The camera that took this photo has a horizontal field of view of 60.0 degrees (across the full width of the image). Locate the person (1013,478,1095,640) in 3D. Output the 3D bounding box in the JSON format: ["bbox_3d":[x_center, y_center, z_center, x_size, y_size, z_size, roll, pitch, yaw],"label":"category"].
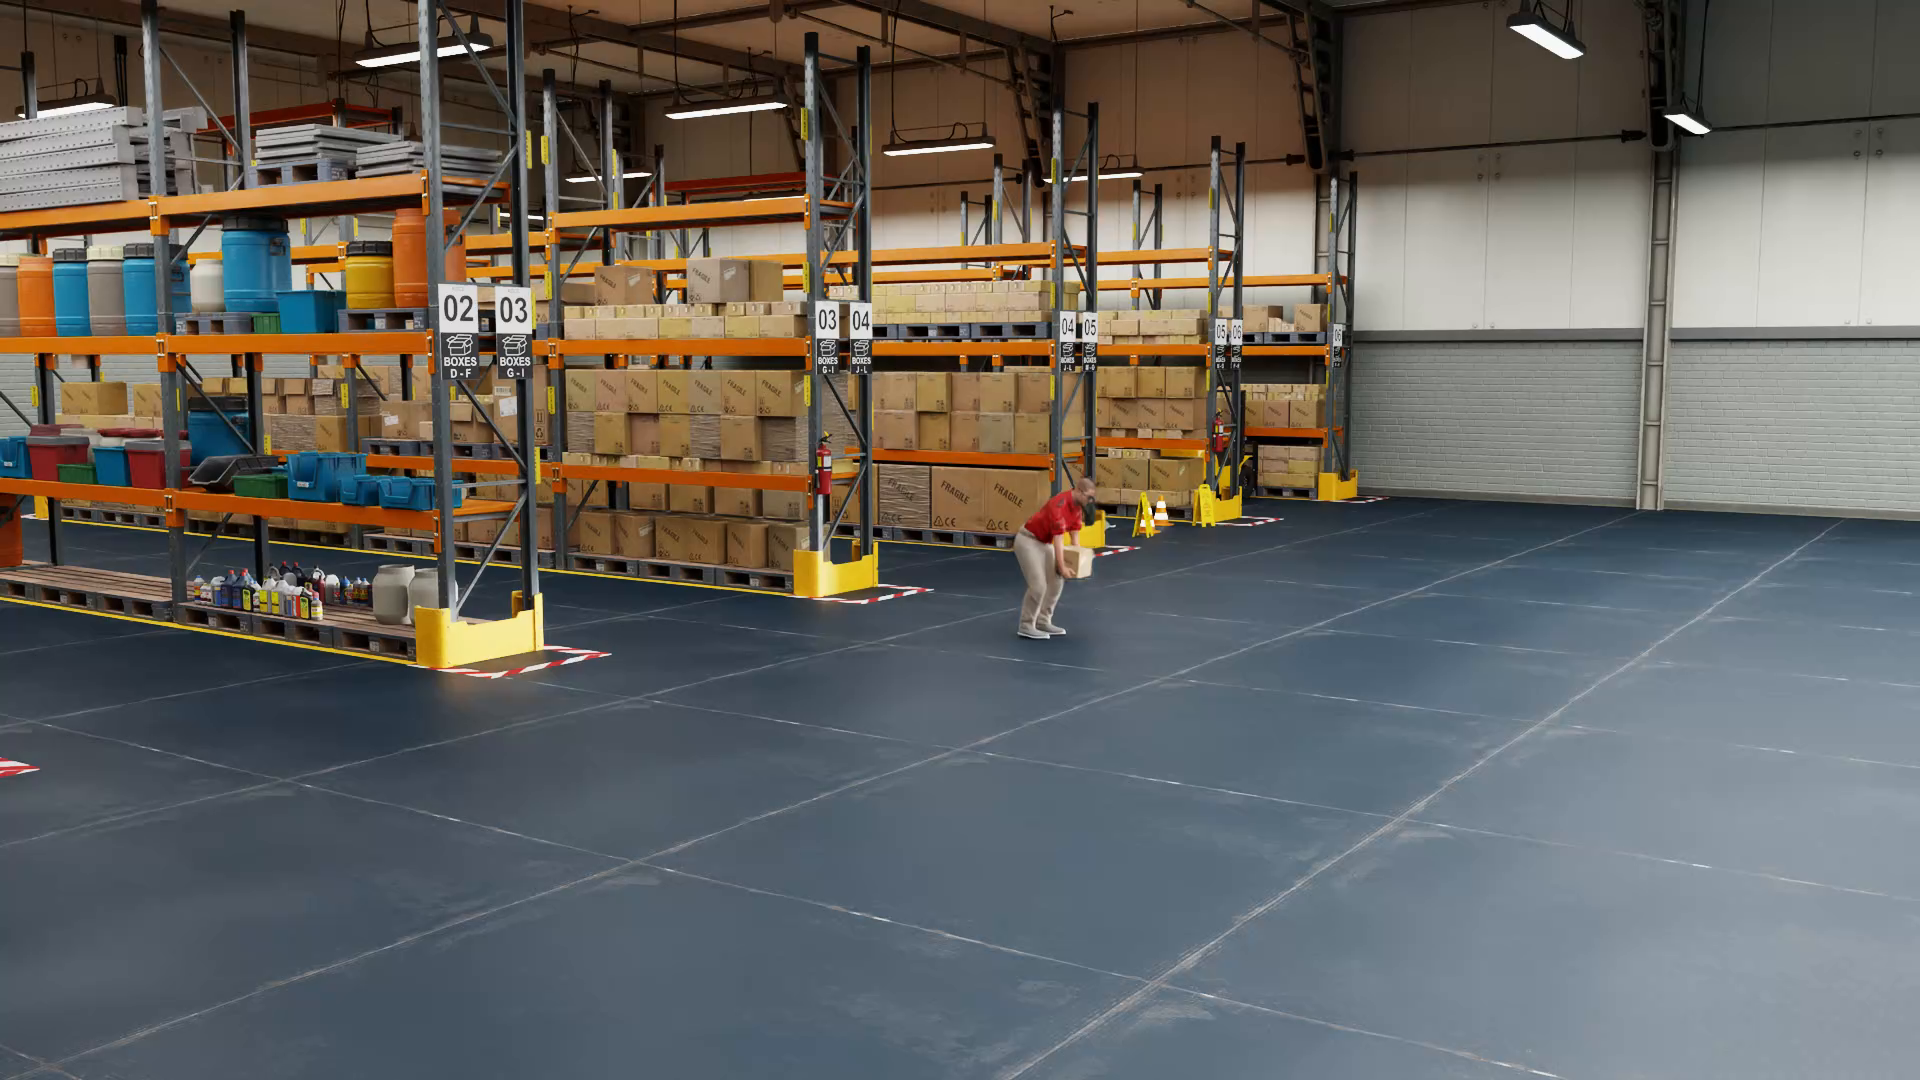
[{"bbox_3d":[0.893,0.164,15.430,0.778,1.502,0.479,4,7,32],"label":"person"}]
